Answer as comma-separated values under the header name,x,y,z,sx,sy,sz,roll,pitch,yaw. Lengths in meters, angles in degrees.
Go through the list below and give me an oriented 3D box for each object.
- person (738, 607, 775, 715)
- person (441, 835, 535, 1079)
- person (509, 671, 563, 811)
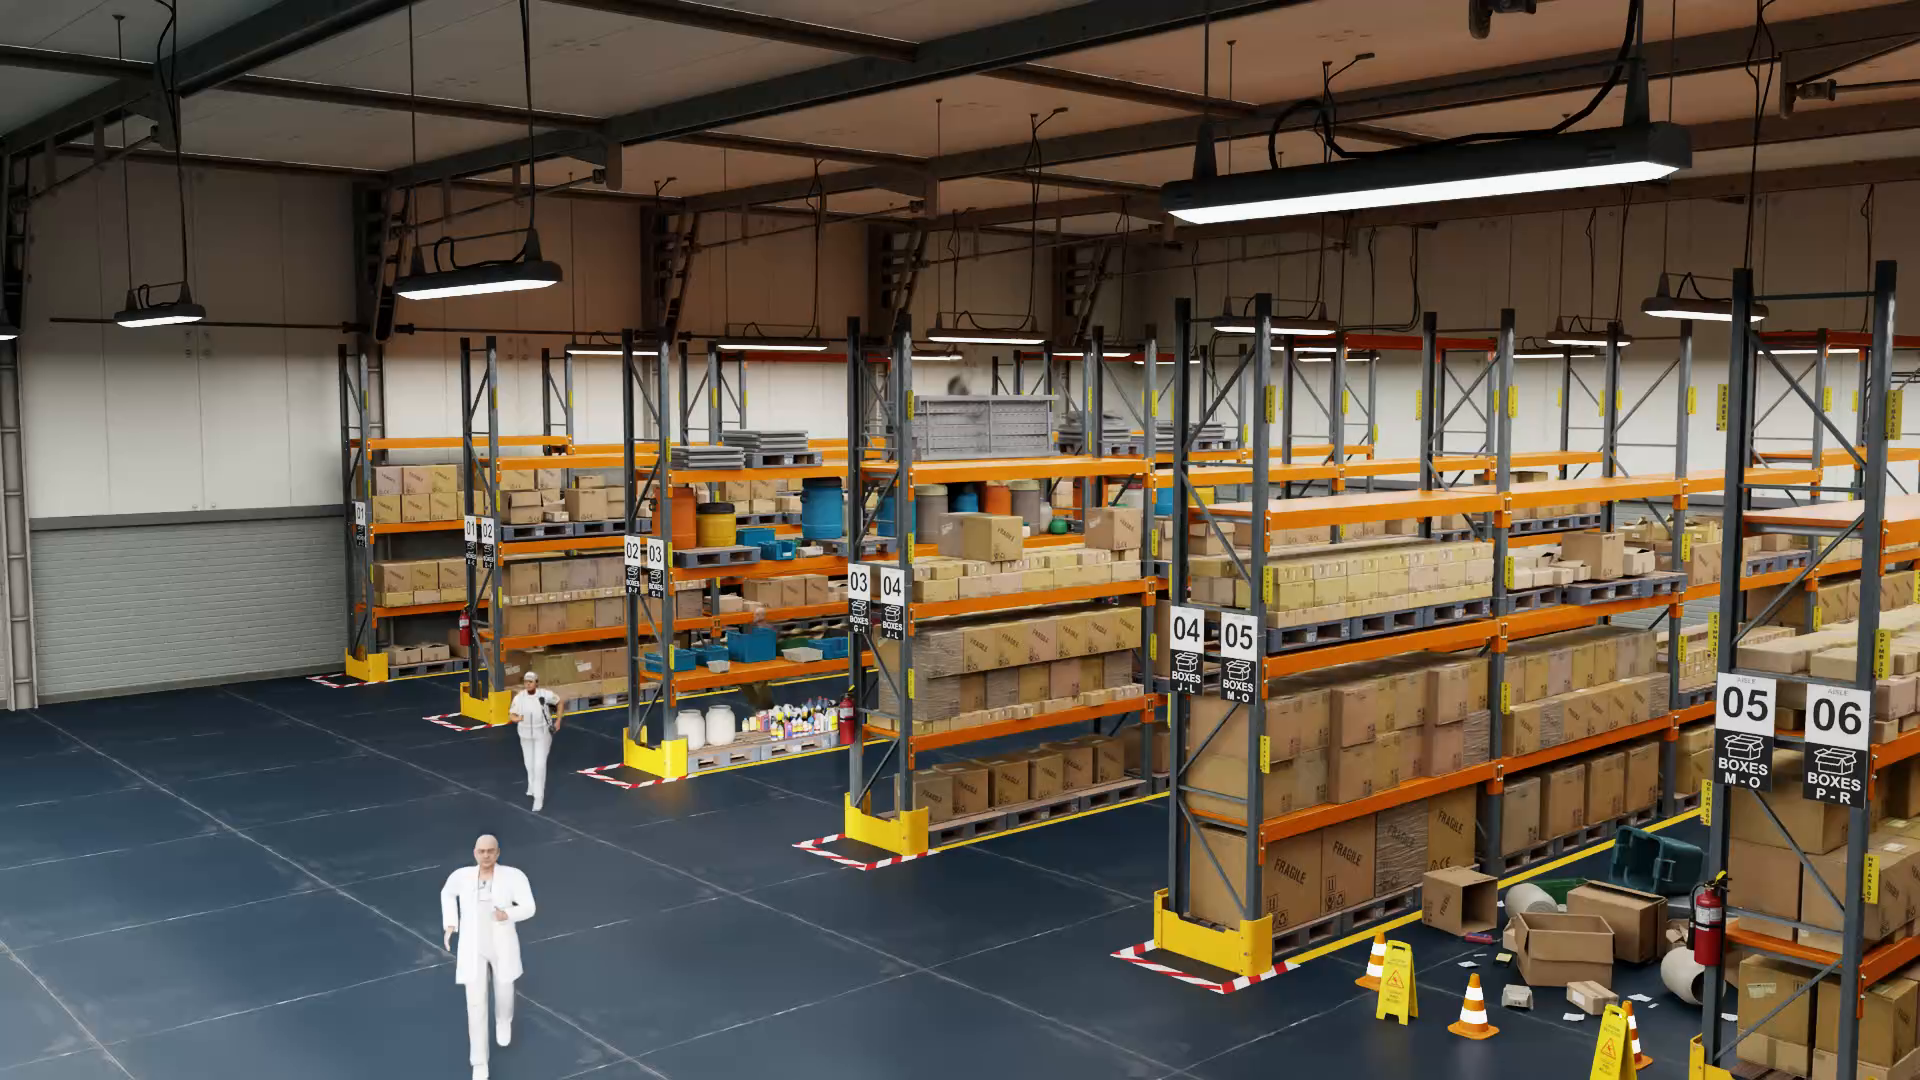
name,x,y,z,sx,sy,sz,roll,pitch,yaw
person,-3.201,1.943,26.227,0.680,1.777,0.745,3,6,33
person,-3.587,3.221,12.666,0.703,1.557,1.063,-1,5,-14
person,-5.305,2.481,20.844,0.612,1.716,0.881,0,5,1
